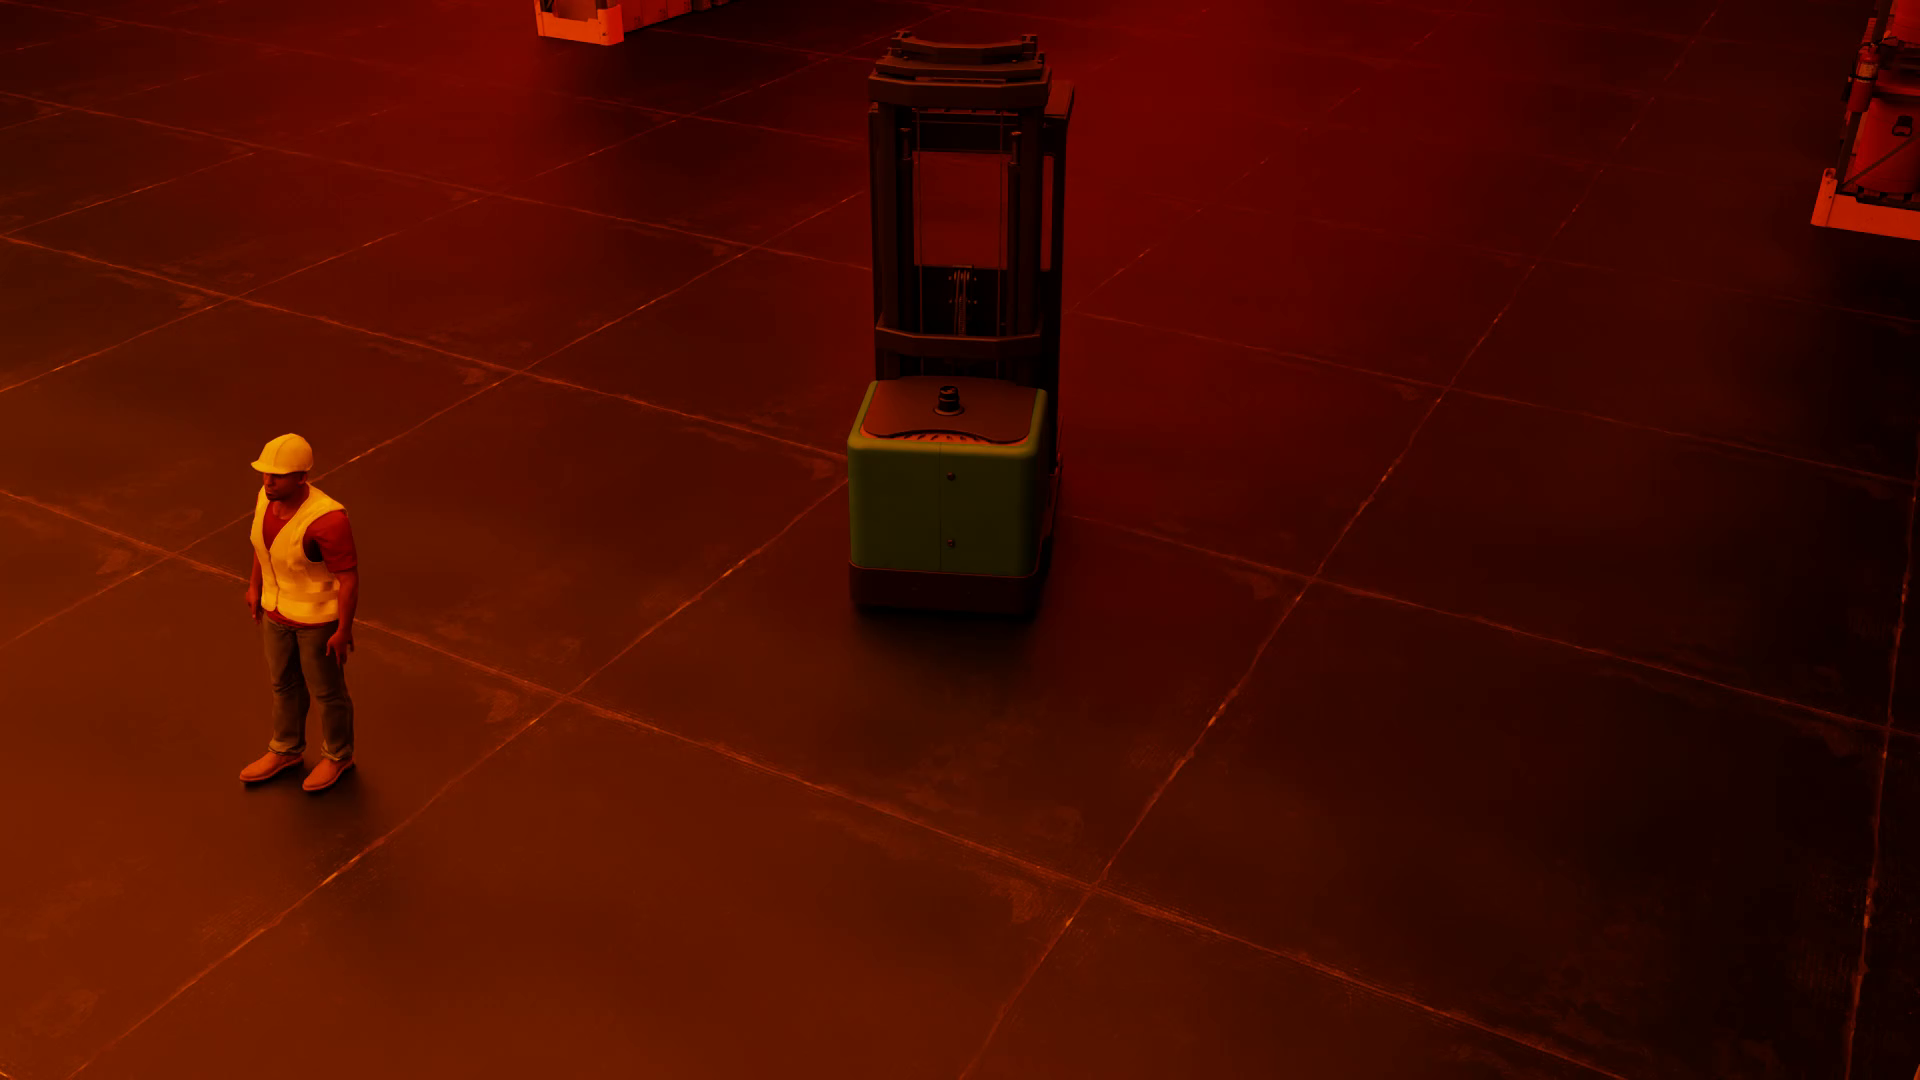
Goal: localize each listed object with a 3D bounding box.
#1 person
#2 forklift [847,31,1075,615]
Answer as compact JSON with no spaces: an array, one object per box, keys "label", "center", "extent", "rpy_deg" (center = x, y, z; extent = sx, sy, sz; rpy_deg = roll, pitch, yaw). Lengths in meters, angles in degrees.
[{"label":"person","center":[-3.055,0.358,7.602],"extent":[0.665,1.769,0.574],"rpy_deg":[17,34,27]},{"label":"forklift","center":[0.072,-1.572,9.794],"extent":[1.130,2.935,3.031],"rpy_deg":[3,30,6]}]
